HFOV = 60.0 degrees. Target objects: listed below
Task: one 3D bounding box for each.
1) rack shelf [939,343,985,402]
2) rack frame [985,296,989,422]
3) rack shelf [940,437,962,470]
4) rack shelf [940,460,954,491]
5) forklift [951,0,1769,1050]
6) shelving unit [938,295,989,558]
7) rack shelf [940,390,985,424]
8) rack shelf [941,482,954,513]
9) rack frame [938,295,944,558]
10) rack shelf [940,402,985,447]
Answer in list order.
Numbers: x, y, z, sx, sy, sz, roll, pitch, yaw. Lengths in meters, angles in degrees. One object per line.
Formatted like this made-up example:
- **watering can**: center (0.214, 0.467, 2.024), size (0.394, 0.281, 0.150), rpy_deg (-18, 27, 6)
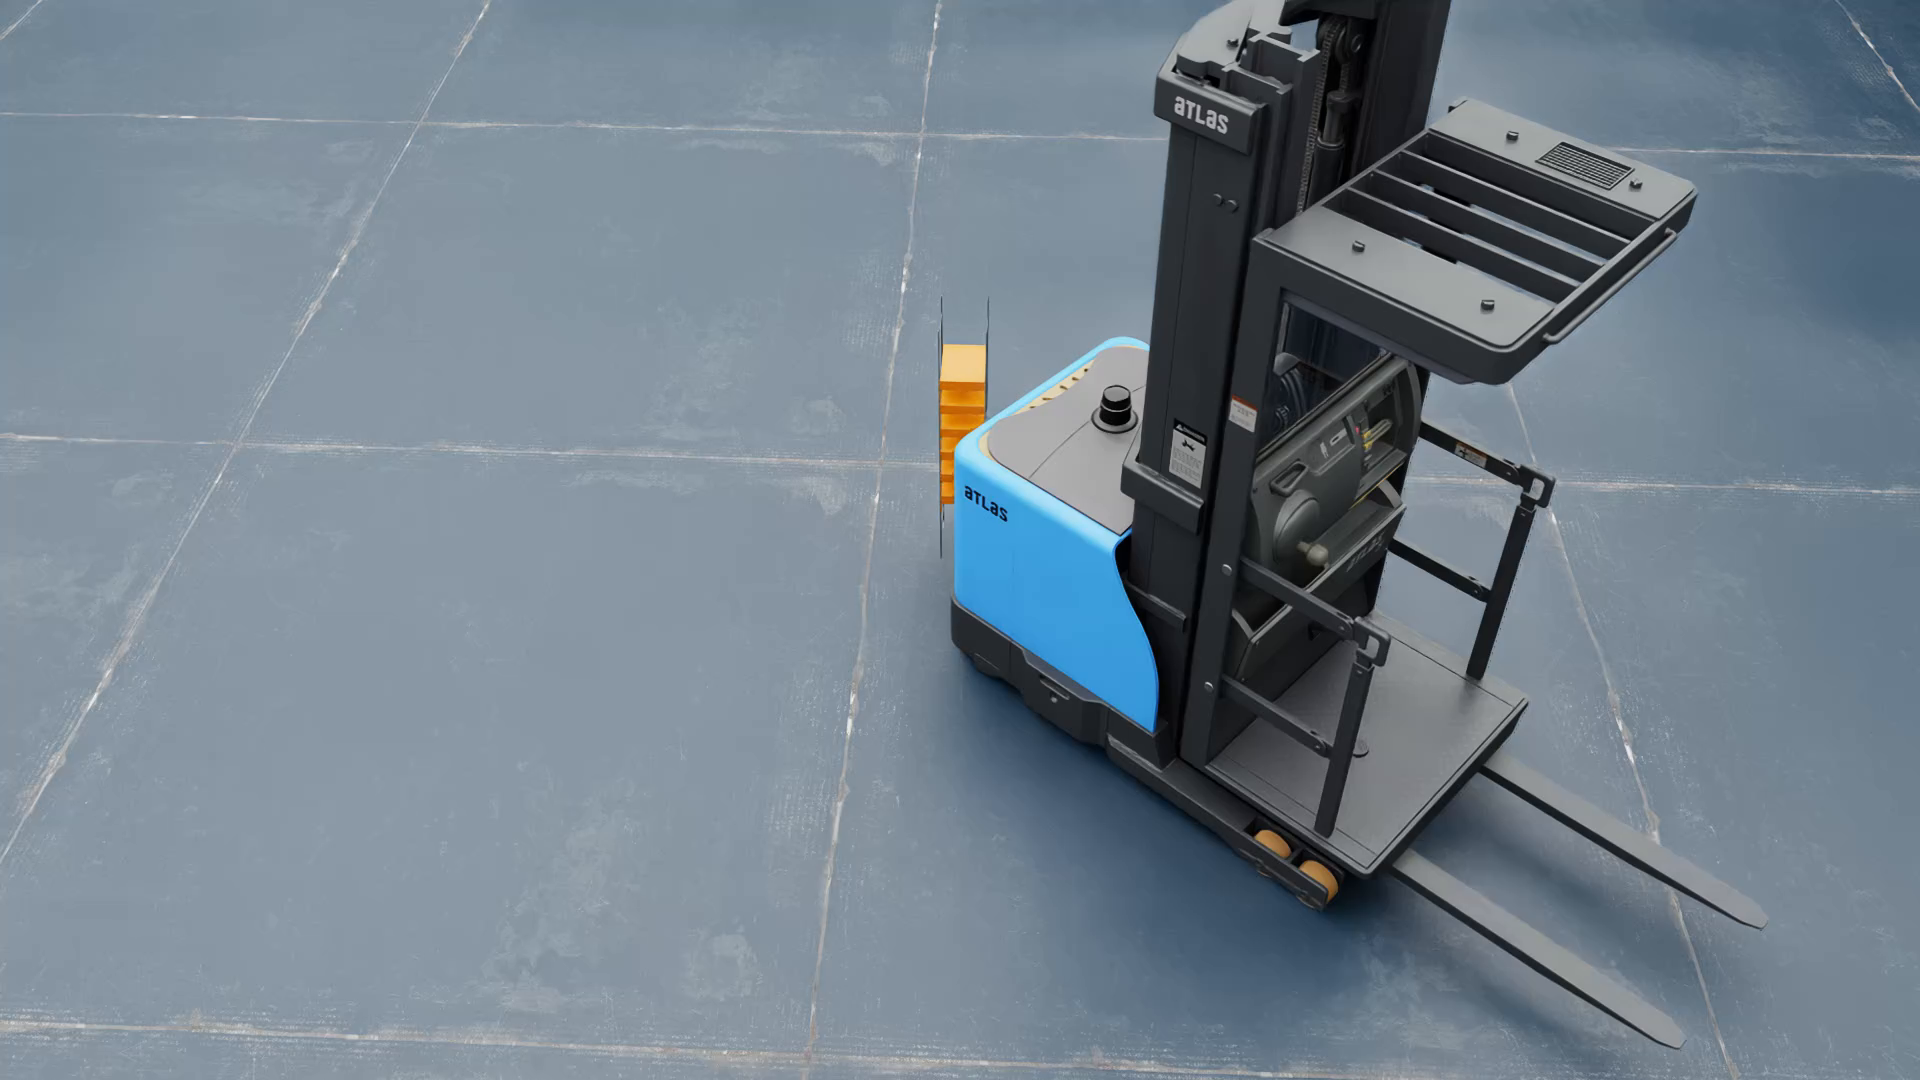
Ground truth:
- **rack shelf**: center (0.014, -0.669, 6.625), size (0.180, 0.103, 0.258), rpy_deg (2, 43, 2)
- **rack frame**: center (0.106, -0.436, 6.838), size (0.006, 1.200, 0.240), rpy_deg (2, 43, 2)
- **rack shelf**: center (0.014, -0.406, 6.871), size (0.180, 0.103, 0.258), rpy_deg (2, 43, 2)
- **rack shelf**: center (0.014, -0.318, 6.953), size (0.180, 0.103, 0.258), rpy_deg (2, 43, 2)
- **forklift**: center (1.381, -0.186, 5.299), size (3.031, 2.935, 1.130), rpy_deg (33, 52, 30)
- **shelving unit**: center (0.014, -0.439, 6.841), size (0.189, 1.200, 0.258), rpy_deg (2, 43, 2)
- **rack shelf**: center (0.014, -0.582, 6.707), size (0.180, 0.103, 0.258), rpy_deg (2, 43, 2)
- **rack shelf**: center (0.014, -0.230, 7.034), size (0.180, 0.103, 0.258), rpy_deg (2, 43, 2)
- **rack frame**: center (-0.077, -0.441, 6.844), size (0.006, 1.200, 0.240), rpy_deg (2, 43, 2)
- **rack shelf**: center (0.014, -0.494, 6.789), size (0.180, 0.103, 0.258), rpy_deg (2, 43, 2)
